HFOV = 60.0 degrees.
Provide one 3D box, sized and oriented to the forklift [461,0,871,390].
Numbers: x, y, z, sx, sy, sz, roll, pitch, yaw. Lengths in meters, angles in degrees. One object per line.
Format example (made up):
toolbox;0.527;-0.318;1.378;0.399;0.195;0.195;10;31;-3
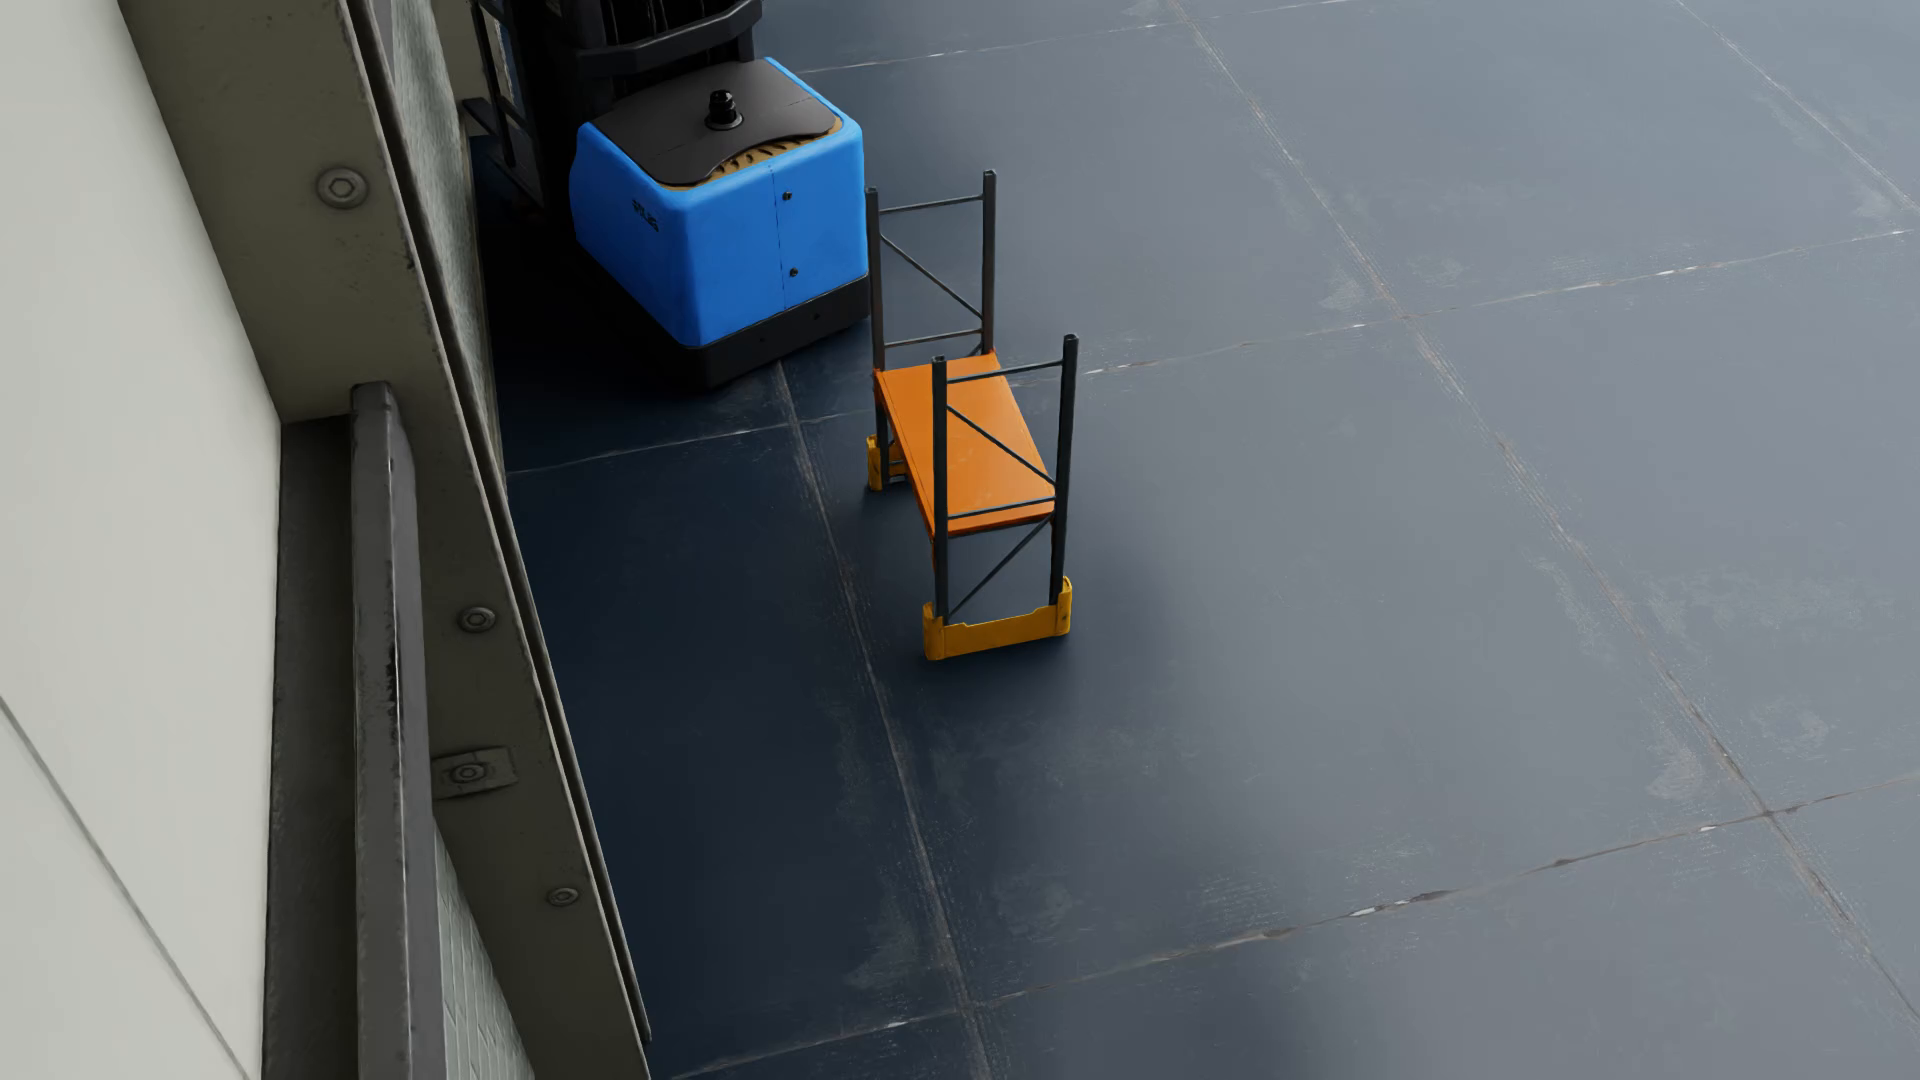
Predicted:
forklift;-1.698;-2.717;7.612;1.130;2.935;3.031;-28;52;-25

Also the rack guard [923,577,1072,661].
rack guard;0.147;0.309;6.523;0.587;0.250;0.087;-11;47;-10

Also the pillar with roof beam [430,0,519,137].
pillar with roof beam;1.512;-6.322;6.896;9.100;9.000;0.400;-11;47;-10

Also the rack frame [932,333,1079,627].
rack frame;0.152;-0.115;6.063;0.500;1.500;0.032;-11;47;-10

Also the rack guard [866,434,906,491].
rack guard;-0.108;-0.379;7.197;0.587;0.250;0.087;-11;47;-10

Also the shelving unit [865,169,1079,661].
shelving unit;0.020;-0.472;6.414;0.587;1.500;1.083;-11;47;-10

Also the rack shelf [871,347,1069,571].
rack shelf;0.022;-0.340;6.536;0.538;0.185;1.000;-11;47;-10

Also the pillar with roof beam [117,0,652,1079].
pillar with roof beam;3.048;-2.180;2.836;9.100;9.000;0.400;-11;47;-10

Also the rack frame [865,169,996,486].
rack frame;-0.108;-0.817;6.751;0.500;1.500;0.032;-11;47;-10
